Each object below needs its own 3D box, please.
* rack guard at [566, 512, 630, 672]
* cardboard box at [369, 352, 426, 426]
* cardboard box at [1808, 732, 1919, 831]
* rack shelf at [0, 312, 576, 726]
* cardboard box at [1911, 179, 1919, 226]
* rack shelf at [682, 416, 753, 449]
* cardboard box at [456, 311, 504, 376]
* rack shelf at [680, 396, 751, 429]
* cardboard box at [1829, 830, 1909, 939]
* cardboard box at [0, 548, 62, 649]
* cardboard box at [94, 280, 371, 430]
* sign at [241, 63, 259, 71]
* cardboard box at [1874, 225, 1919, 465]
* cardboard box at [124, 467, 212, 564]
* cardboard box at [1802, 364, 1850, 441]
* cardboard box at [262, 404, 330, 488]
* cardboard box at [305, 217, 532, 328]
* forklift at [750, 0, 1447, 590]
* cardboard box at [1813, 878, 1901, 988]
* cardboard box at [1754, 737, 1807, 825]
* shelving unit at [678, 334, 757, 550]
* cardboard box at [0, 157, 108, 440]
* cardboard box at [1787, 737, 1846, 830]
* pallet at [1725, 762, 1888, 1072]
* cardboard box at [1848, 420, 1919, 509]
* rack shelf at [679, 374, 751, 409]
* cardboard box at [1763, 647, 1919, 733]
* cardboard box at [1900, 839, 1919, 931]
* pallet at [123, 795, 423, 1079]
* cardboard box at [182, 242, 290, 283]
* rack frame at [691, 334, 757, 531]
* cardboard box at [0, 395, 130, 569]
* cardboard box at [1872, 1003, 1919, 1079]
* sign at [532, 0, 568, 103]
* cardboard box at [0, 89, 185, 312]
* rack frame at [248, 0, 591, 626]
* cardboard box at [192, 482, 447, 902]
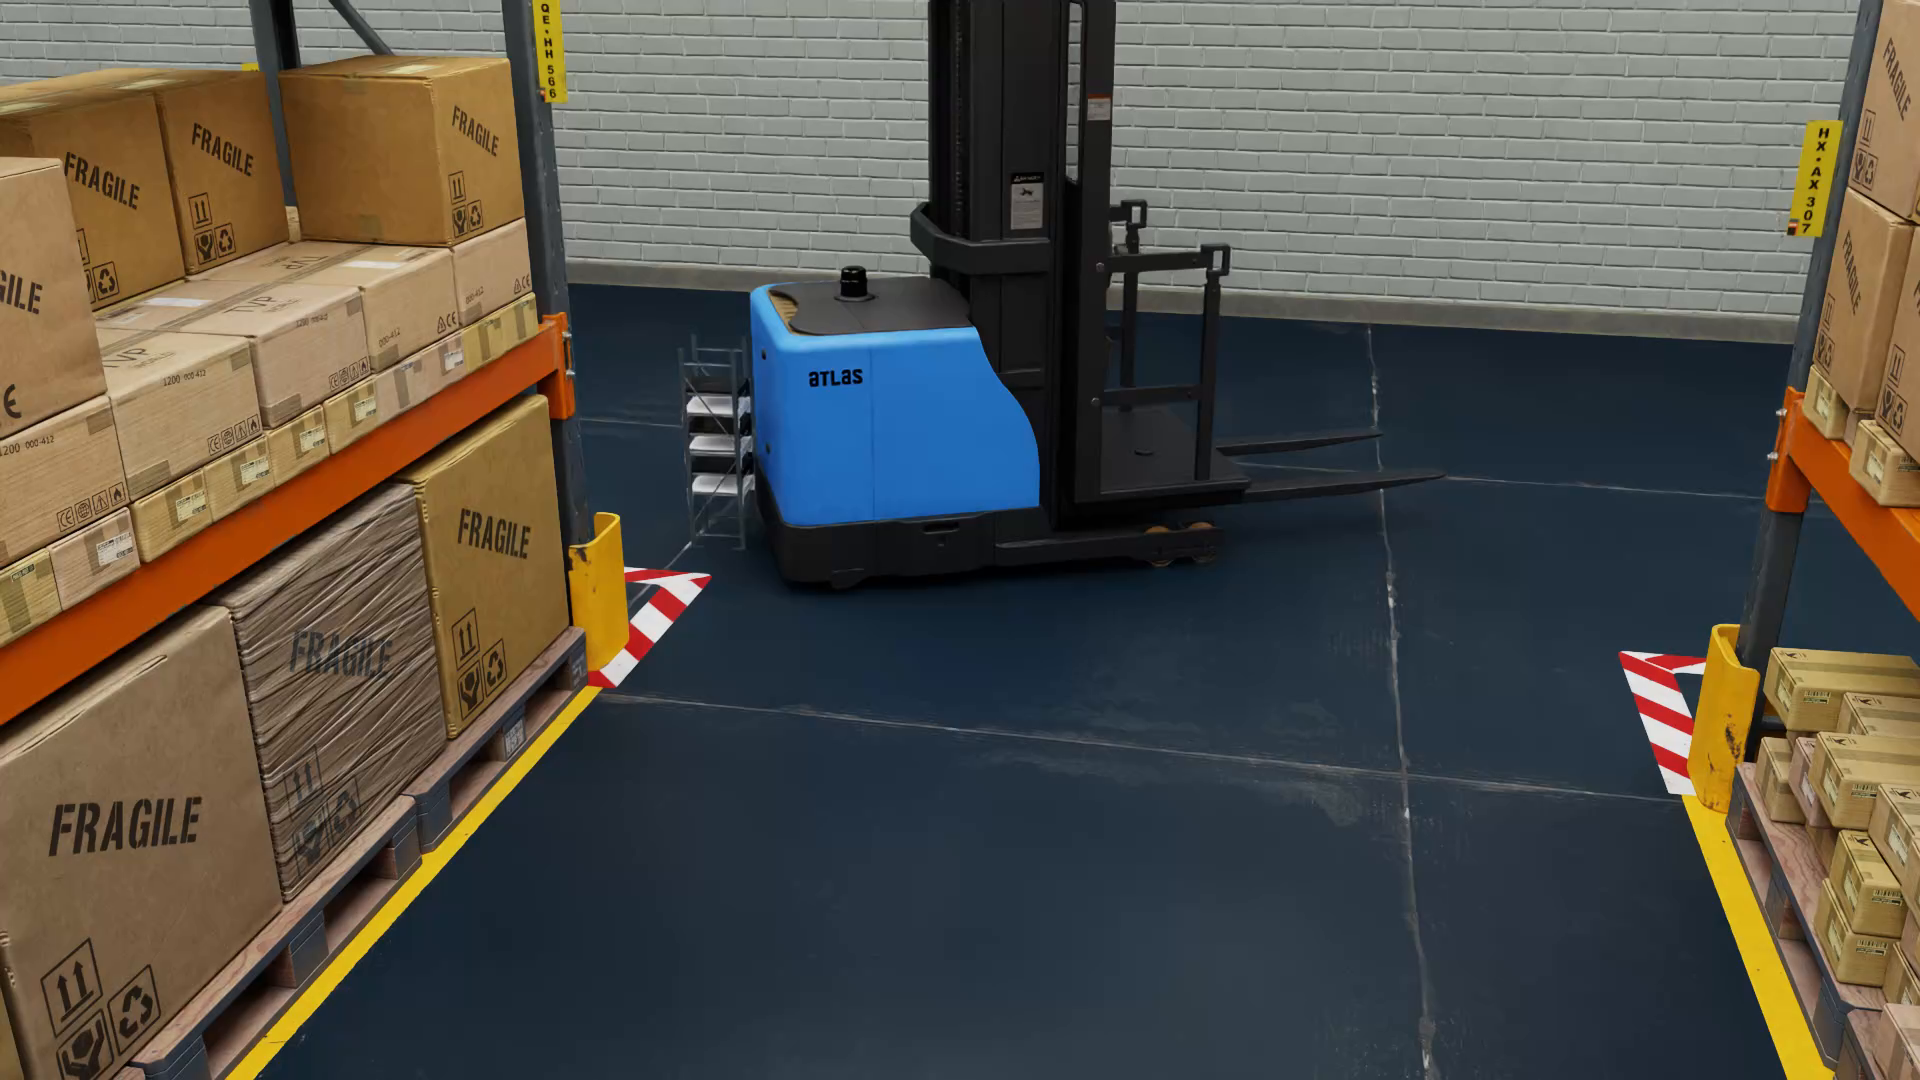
[{"bbox_3d":[-1.867,0.153,6.304,1.175,0.500,0.348,4,22,11],"label":"rack guard"},{"bbox_3d":[-1.778,-0.447,4.785,0.380,0.149,0.250,5,22,12],"label":"cardboard box"},{"bbox_3d":[2.409,0.627,4.239,0.380,0.149,0.250,4,22,11],"label":"cardboard box"},{"bbox_3d":[-2.280,0.067,4.134,1.077,0.370,4.000,4,22,11],"label":"rack shelf"},{"bbox_3d":[2.515,-0.902,3.707,0.500,0.500,0.500,5,22,12],"label":"cardboard box"},{"bbox_3d":[-1.039,-0.468,7.133,0.258,0.077,0.200,3,24,6],"label":"rack shelf"},{"bbox_3d":[-1.673,-0.631,5.240,0.380,0.149,0.250,5,22,11],"label":"cardboard box"},{"bbox_3d":[-1.039,-0.551,7.096,0.258,0.077,0.200,3,24,6],"label":"rack shelf"},{"bbox_3d":[2.372,0.857,4.067,0.380,0.149,0.250,5,23,13],"label":"cardboard box"},{"bbox_3d":[-2.091,0.117,3.385,0.380,0.149,0.250,4,22,10],"label":"cardboard box"},{"bbox_3d":[-1.918,-0.497,4.375,0.500,0.250,0.500,4,22,9],"label":"cardboard box"},{"bbox_3d":[-2.414,-1.480,5.750,0.100,0.325,0.005,4,22,11],"label":"sign"},{"bbox_3d":[2.517,-0.426,3.865,0.500,0.500,0.500,5,22,11],"label":"cardboard box"},{"bbox_3d":[-1.985,-0.071,3.852,0.380,0.149,0.250,4,22,9],"label":"cardboard box"},{"bbox_3d":[2.576,-0.373,4.600,0.380,0.149,0.250,4,22,10],"label":"cardboard box"},{"bbox_3d":[-1.881,-0.257,4.313,0.380,0.149,0.250,5,22,11],"label":"cardboard box"},{"bbox_3d":[-1.711,-0.869,5.298,0.500,0.250,0.500,4,22,10],"label":"cardboard box"},{"bbox_3d":[0.647,-1.435,6.993,3.031,2.935,1.130,-5,23,-13],"label":"forklift"},{"bbox_3d":[2.366,0.991,4.133,0.380,0.149,0.250,5,22,12],"label":"cardboard box"},{"bbox_3d":[2.543,0.712,4.824,0.380,0.149,0.250,5,22,12],"label":"cardboard box"},{"bbox_3d":[-1.039,-0.417,7.156,0.258,0.900,0.210,3,24,6],"label":"shelving unit"},{"bbox_3d":[-2.130,-0.477,3.321,0.500,0.500,0.500,4,22,9],"label":"cardboard box"},{"bbox_3d":[2.494,0.675,4.518,0.380,0.149,0.250,4,22,11],"label":"cardboard box"},{"bbox_3d":[2.747,1.033,4.506,1.003,0.211,1.213,4,22,11],"label":"pallet"},{"bbox_3d":[2.458,-0.182,4.127,0.380,0.149,0.250,4,22,9],"label":"cardboard box"},{"bbox_3d":[-1.038,-0.633,7.060,0.258,0.077,0.200,3,24,6],"label":"rack shelf"},{"bbox_3d":[2.524,0.435,4.717,0.380,0.149,0.250,3,22,8],"label":"cardboard box"},{"bbox_3d":[2.373,0.825,3.748,0.380,0.149,0.250,5,23,13],"label":"cardboard box"},{"bbox_3d":[-2.209,1.039,4.491,1.003,0.211,1.213,4,22,11],"label":"pallet"},{"bbox_3d":[-2.333,-0.721,4.930,0.500,0.250,0.500,4,22,10],"label":"cardboard box"},{"bbox_3d":[-1.027,-0.458,7.248,0.240,0.900,0.006,3,24,6],"label":"rack frame"},{"bbox_3d":[-2.129,-0.126,3.455,0.500,0.250,0.500,5,22,12],"label":"cardboard box"},{"bbox_3d":[2.272,1.176,3.673,0.380,0.149,0.250,3,22,8],"label":"cardboard box"},{"bbox_3d":[-1.343,-1.598,5.440,0.100,0.325,0.005,4,22,11],"label":"sign"},{"bbox_3d":[-2.436,-0.886,4.338,0.500,0.500,0.500,4,22,9],"label":"cardboard box"},{"bbox_3d":[-1.872,-0.998,5.816,1.000,3.000,0.127,4,22,11],"label":"rack frame"},{"bbox_3d":[-2.110,0.366,4.711,0.875,0.875,0.875,4,22,11],"label":"cardboard box"}]
